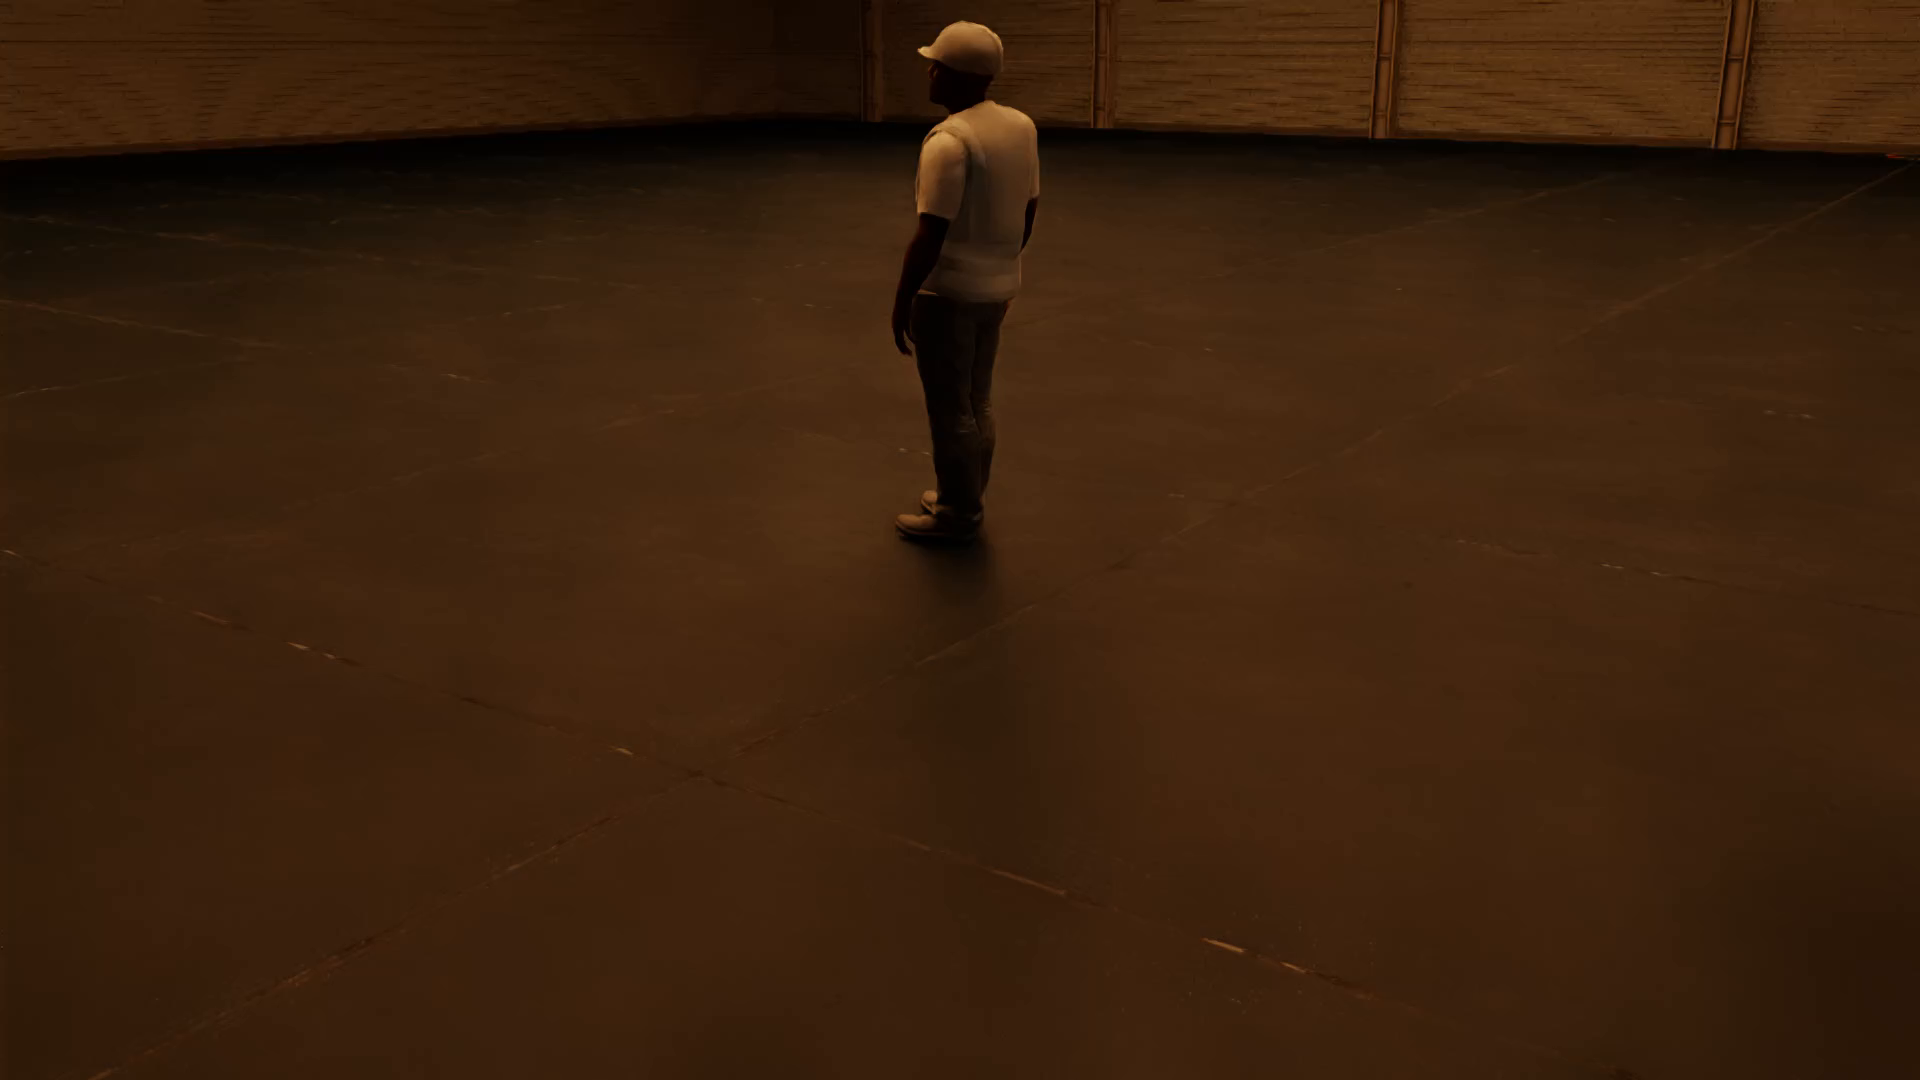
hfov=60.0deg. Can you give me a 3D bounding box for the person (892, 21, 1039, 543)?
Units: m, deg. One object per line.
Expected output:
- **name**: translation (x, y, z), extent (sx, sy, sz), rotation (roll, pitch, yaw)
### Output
- **person**: translation (-0.054, -0.866, 5.736), extent (0.576, 1.766, 0.664), rotation (11, 20, 33)
